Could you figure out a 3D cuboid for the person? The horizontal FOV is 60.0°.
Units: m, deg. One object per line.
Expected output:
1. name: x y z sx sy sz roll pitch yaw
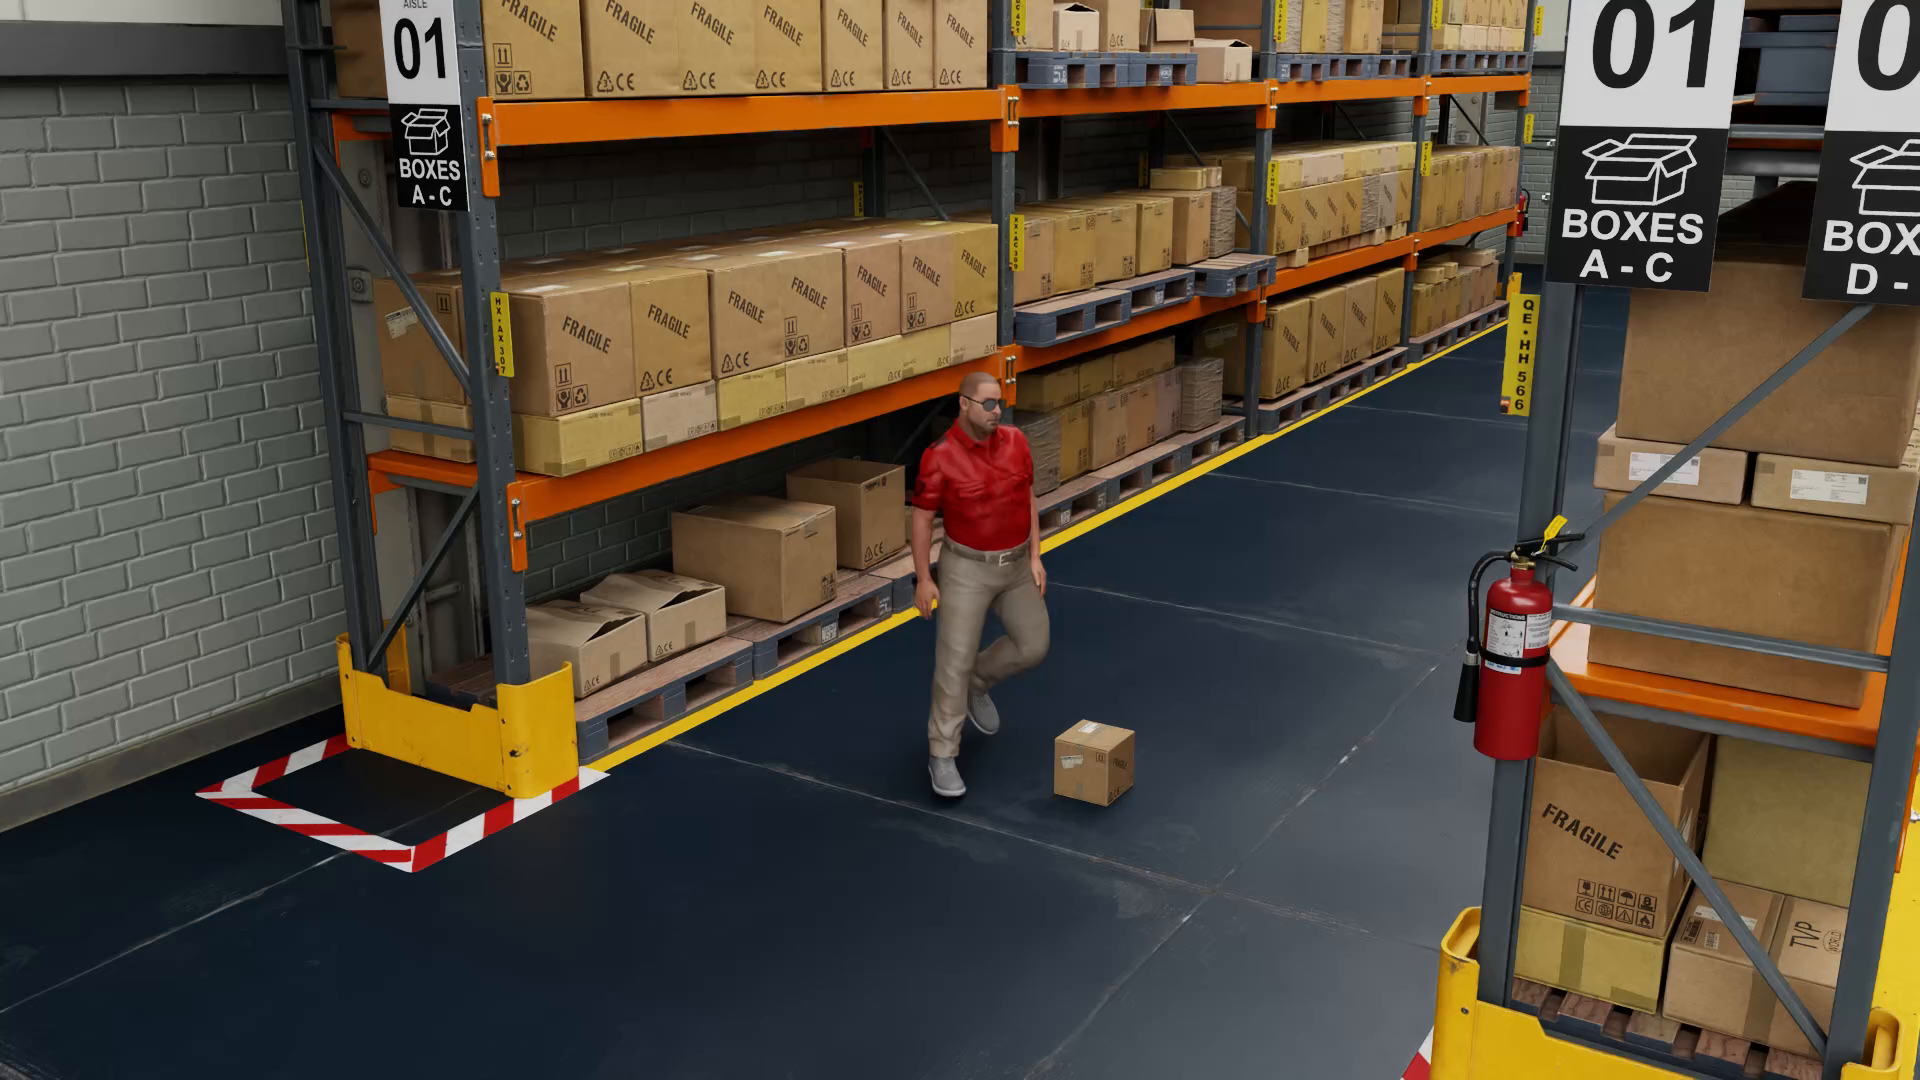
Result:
1. person: 0.042 0.132 7.051 0.653 1.721 0.634 -11 19 -33
